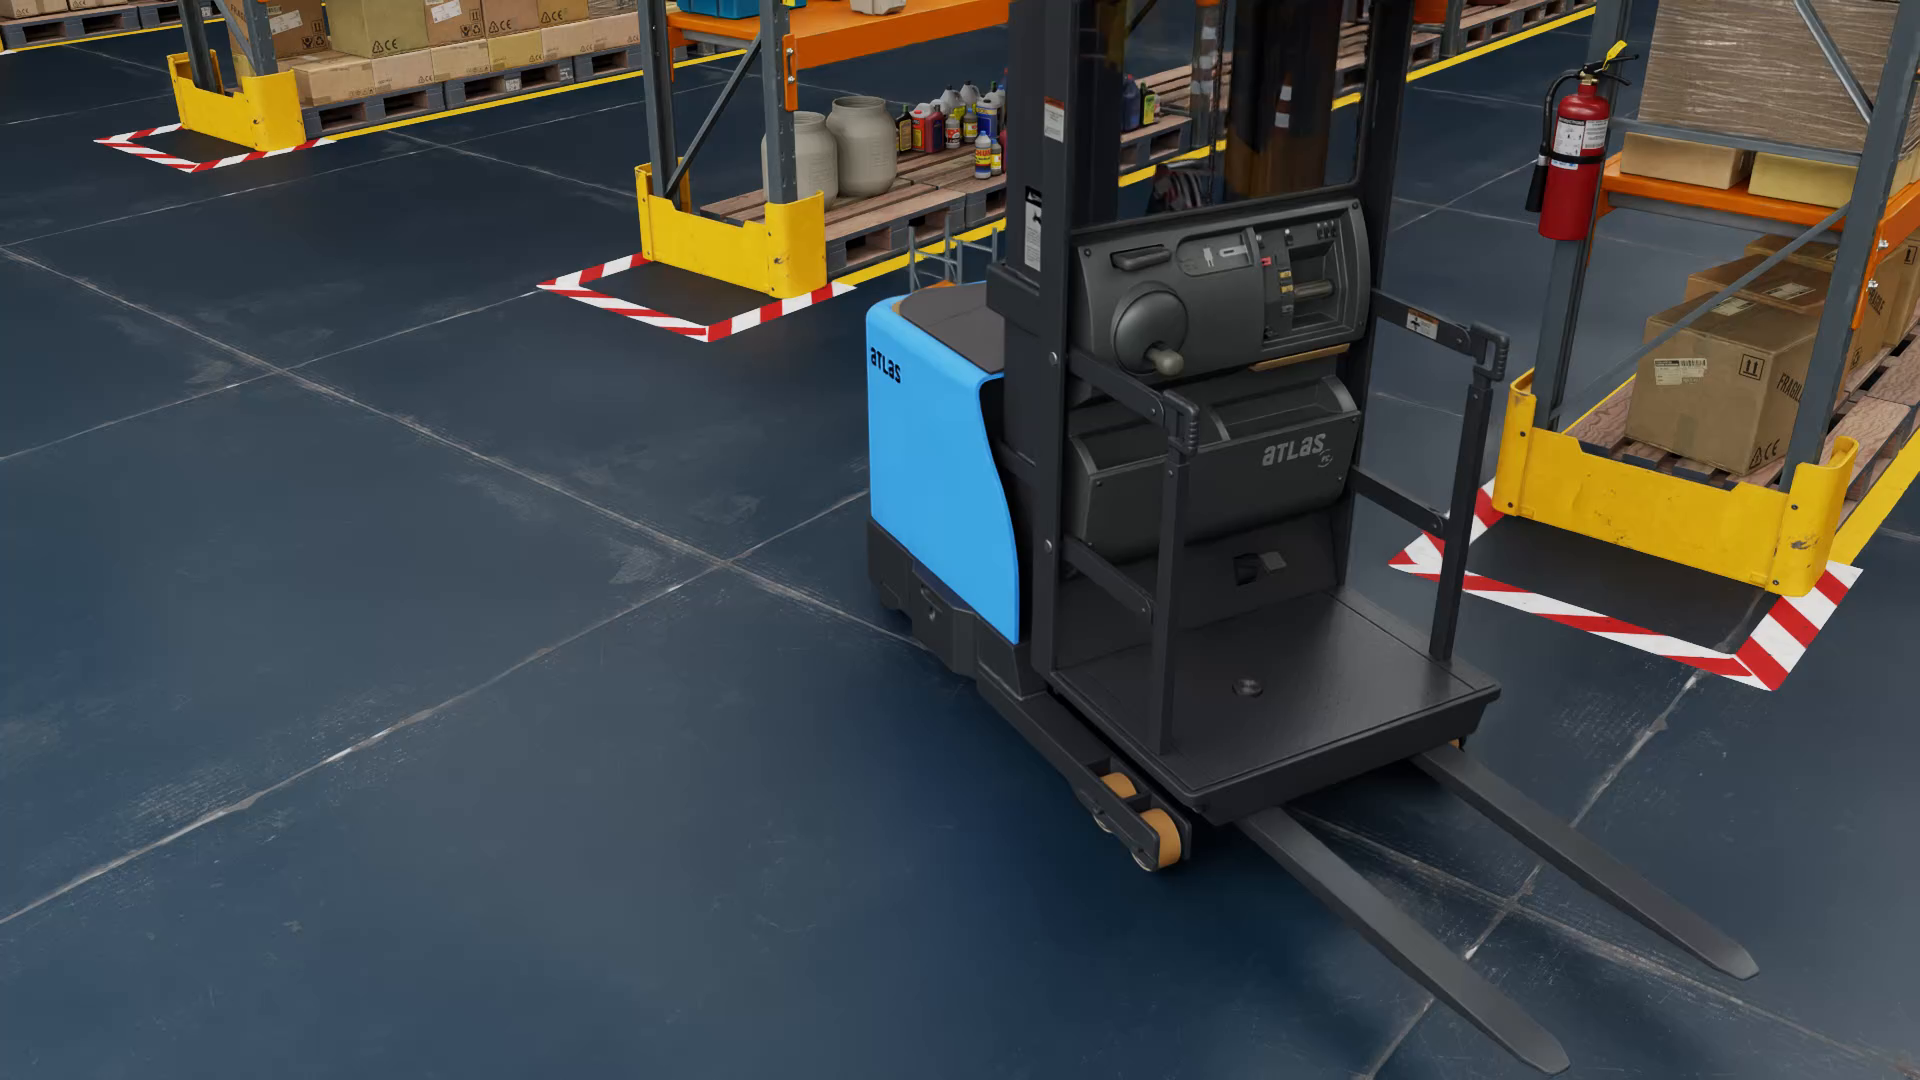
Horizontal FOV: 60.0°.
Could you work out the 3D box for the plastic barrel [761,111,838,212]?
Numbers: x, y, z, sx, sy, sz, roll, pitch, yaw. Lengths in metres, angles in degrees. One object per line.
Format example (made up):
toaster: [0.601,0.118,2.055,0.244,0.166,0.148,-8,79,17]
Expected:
plastic barrel: [-0.897,-2.108,9.311,0.421,0.512,0.421,0,27,0]

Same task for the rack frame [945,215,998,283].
rack frame: [0.038,-0.574,6.055,0.240,1.200,0.006,22,35,36]

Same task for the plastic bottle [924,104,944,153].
plastic bottle: [-0.163,-2.589,10.468,0.061,0.283,0.133,21,34,34]

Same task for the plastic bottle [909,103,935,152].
plastic bottle: [-0.245,-2.617,10.530,0.152,0.276,0.135,21,34,35]

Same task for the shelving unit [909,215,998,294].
shelving unit: [-0.023,-0.543,5.994,0.258,1.200,0.189,22,35,36]

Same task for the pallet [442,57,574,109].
pallet: [-3.846,-3.695,13.163,1.003,0.211,1.213,21,34,34]

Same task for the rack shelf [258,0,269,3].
rack shelf: [-3.804,-4.609,12.678,1.077,0.370,4.000,21,34,34]

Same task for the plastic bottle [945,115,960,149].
plastic bottle: [-0.049,-2.603,10.584,0.097,0.201,0.097,0,27,0]

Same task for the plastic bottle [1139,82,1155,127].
plastic bottle: [1.236,-2.911,11.090,0.061,0.283,0.133,23,35,37]

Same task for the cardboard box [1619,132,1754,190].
cardboard box: [2.587,-1.373,5.913,0.380,0.149,0.250,21,34,34]

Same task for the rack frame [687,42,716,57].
rack frame: [-2.532,-5.638,13.884,1.000,3.000,0.127,21,34,34]

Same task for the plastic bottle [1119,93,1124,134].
plastic bottle: [0.978,-2.827,10.854,0.144,0.351,0.185,19,33,32]

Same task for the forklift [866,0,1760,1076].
forklift: [0.828,-0.643,4.303,1.130,2.935,3.031,-14,31,-25]

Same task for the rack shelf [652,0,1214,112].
rack shelf: [0.015,-3.160,9.877,1.077,0.370,4.000,21,34,34]

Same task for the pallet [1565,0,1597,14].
pallet: [5.853,-5.525,16.701,1.003,0.211,1.213,21,34,34]

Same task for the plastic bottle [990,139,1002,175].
plastic bottle: [0.203,-2.312,10.021,0.097,0.201,0.097,0,27,0]

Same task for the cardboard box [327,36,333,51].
cardboard box: [-4.655,-3.642,12.561,0.500,0.250,0.500,21,34,34]

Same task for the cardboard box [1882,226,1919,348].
cardboard box: [4.131,-1.239,7.644,0.500,0.500,0.500,17,32,30]

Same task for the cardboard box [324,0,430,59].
cardboard box: [-4.247,-3.821,12.091,0.500,0.500,0.500,21,34,34]

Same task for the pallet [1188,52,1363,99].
pallet: [2.533,-3.675,13.123,1.003,0.211,1.213,21,34,34]

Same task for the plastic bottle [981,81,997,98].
plastic bottle: [0.197,-2.900,11.068,0.061,0.283,0.133,23,35,37]

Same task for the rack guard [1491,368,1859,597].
rack guard: [2.613,-0.240,6.169,1.175,0.500,0.348,21,34,34]

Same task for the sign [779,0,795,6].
sign: [-0.835,-2.731,7.964,0.100,0.325,0.005,21,34,34]

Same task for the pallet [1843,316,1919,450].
pallet: [3.934,-0.820,7.605,1.003,0.211,1.213,21,34,34]

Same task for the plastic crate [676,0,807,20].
plastic crate: [-1.169,-2.970,8.887,0.499,0.251,0.616,21,34,34]

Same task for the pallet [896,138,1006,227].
pallet: [0.052,-2.290,10.447,1.003,0.211,1.213,21,34,34]

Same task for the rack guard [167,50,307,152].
rack guard: [-5.092,-3.101,11.700,1.175,0.500,0.348,21,34,34]

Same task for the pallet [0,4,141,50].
pallet: [-8.309,-4.732,15.168,1.003,0.211,1.213,21,34,34]

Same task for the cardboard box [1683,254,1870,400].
cardboard box: [3.329,-0.838,6.868,0.500,0.500,0.500,-18,32,-31]

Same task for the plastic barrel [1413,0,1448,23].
plastic barrel: [4.130,-5.008,14.571,0.600,0.830,0.708,21,34,34]

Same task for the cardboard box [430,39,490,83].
cardboard box: [-3.930,-3.666,12.606,0.500,0.250,0.500,21,34,34]

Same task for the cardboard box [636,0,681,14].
cardboard box: [-2.659,-4.375,13.978,0.500,0.250,0.500,21,34,34]

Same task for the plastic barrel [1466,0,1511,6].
plastic barrel: [4.848,-5.301,15.401,0.600,0.588,0.708,21,34,34]

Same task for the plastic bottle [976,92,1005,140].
plastic bottle: [0.194,-2.758,10.801,0.152,0.276,0.135,21,34,34]

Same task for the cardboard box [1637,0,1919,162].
cardboard box: [2.936,-1.687,5.813,0.875,0.500,0.500,21,34,34]

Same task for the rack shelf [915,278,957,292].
rack shelf: [-0.023,-0.823,5.849,0.258,0.103,0.180,22,35,36]

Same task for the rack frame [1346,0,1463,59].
rack frame: [3.832,-5.607,13.824,1.000,3.000,0.127,21,34,34]

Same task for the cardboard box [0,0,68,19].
cardboard box: [-8.392,-4.886,14.878,0.500,0.311,0.500,17,32,29]

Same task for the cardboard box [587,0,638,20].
cardboard box: [-2.986,-4.534,13.469,0.500,0.500,0.500,21,34,34]

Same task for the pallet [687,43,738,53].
pallet: [-2.094,-4.672,15.051,1.003,0.211,1.213,21,34,34]

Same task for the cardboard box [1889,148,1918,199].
cardboard box: [3.104,-1.326,5.822,0.380,0.149,0.250,21,34,34]

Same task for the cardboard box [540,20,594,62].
cardboard box: [-3.291,-4.019,13.289,0.500,0.250,0.500,21,34,34]

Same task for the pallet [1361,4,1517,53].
pallet: [4.301,-4.660,15.029,1.003,0.211,1.213,21,34,34]

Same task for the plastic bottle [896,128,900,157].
plastic bottle: [-0.427,-2.502,10.389,0.097,0.201,0.097,0,27,0]

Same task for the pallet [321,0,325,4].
pallet: [-6.757,-5.597,16.840,1.003,0.211,1.213,21,34,34]

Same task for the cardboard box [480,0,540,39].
cardboard box: [-3.608,-4.174,12.773,0.500,0.500,0.500,21,34,34]

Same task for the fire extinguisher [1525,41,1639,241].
fire extinguisher: [2.137,-1.383,5.743,0.296,0.674,0.183,21,34,34]

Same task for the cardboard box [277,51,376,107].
cardboard box: [-4.564,-3.310,11.919,0.500,0.250,0.500,21,34,34]

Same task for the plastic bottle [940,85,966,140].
plastic bottle: [-0.055,-2.759,10.723,0.144,0.351,0.185,22,35,36]

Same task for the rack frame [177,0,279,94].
rack frame: [-5.077,-4.220,11.142,1.000,3.000,0.127,21,34,34]
